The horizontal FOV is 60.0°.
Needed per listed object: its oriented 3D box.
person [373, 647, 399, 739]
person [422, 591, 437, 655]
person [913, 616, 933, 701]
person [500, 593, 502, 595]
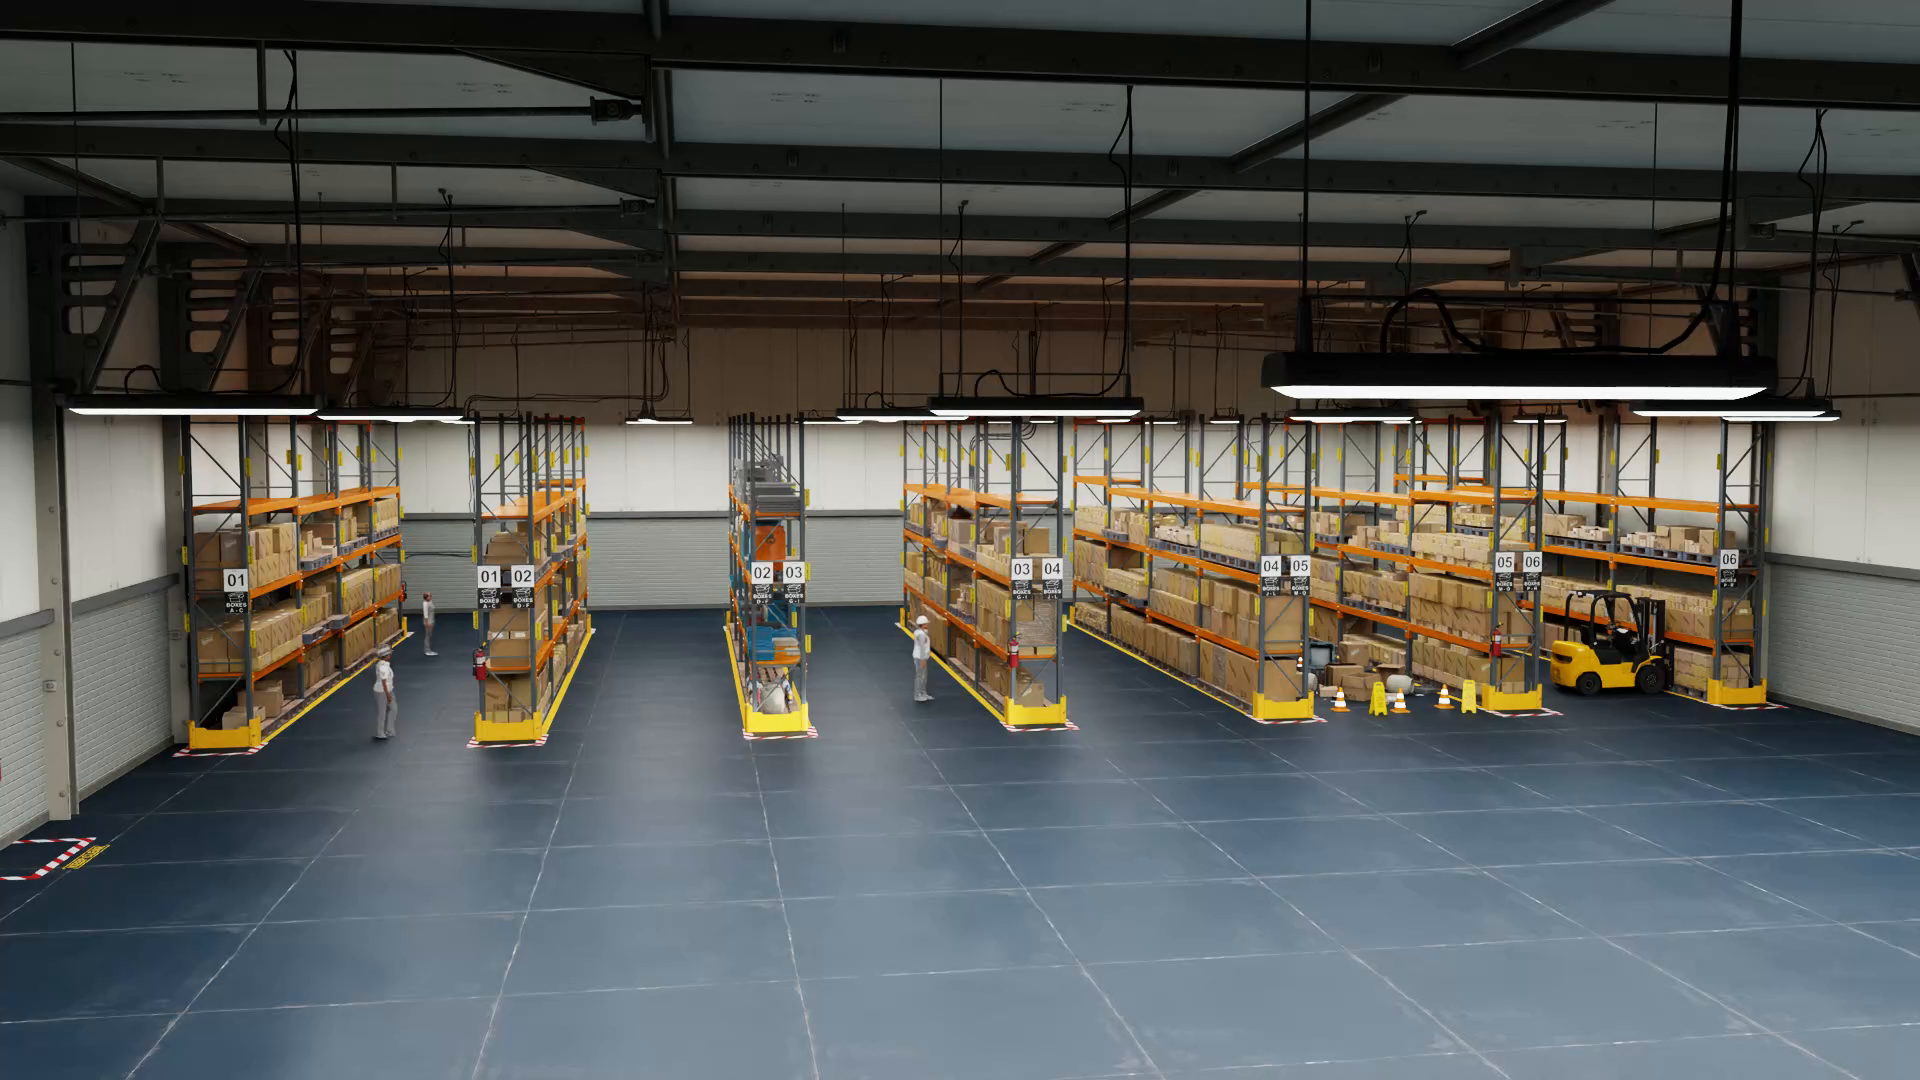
[{"bbox_3d":[-10.586,2.839,30.648,0.431,1.723,0.487,1,4,7],"label":"person"},{"bbox_3d":[-13.288,2.099,41.664,0.308,1.631,0.441,-1,4,-8],"label":"person"},{"bbox_3d":[-0.771,2.471,34.744,0.439,1.784,0.557,0,4,-4],"label":"person"},{"bbox_3d":[-12.123,1.874,44.417,0.430,1.660,0.587,-1,4,-14],"label":"person"}]
